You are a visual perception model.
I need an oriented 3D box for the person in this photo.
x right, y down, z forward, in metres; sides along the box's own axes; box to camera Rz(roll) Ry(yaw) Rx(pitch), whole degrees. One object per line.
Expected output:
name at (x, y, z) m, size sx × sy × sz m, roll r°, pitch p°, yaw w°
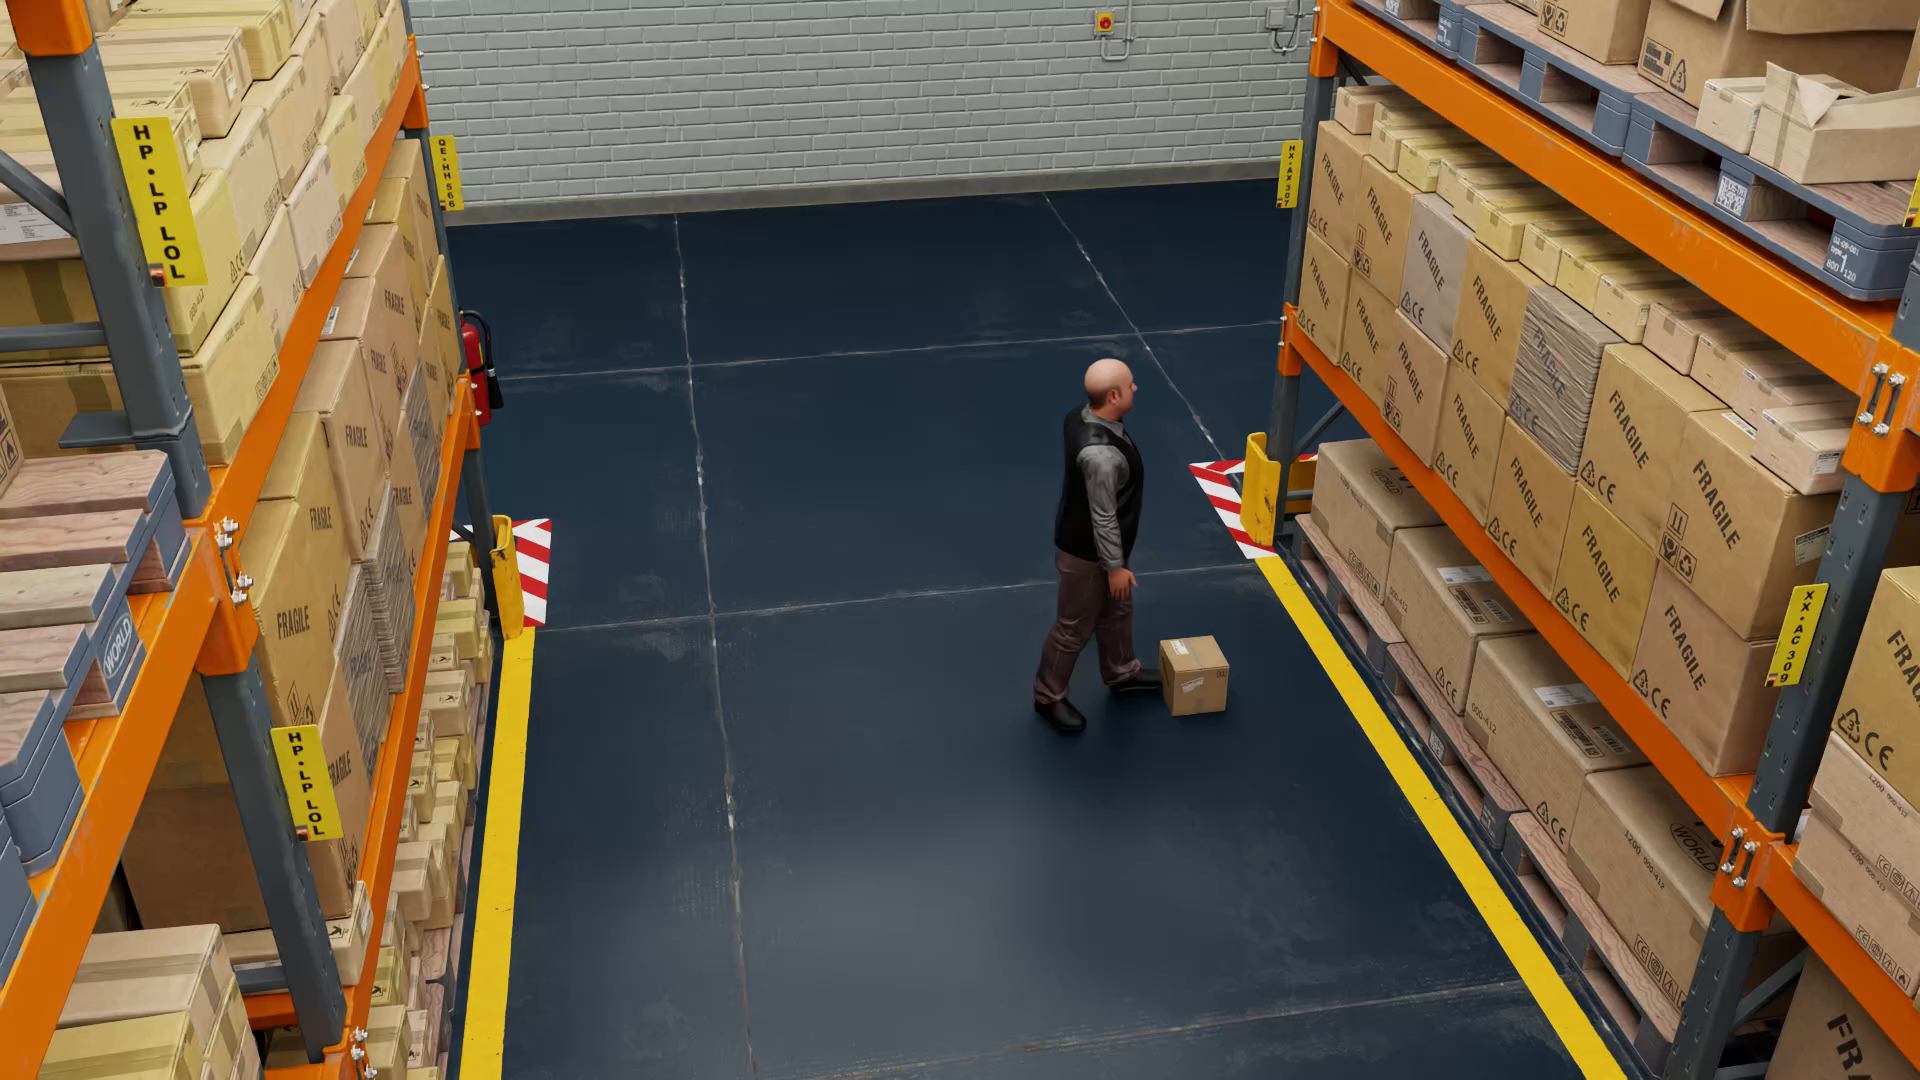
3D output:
person at (0.643, 0.033, 7.094) m, size 0.636 × 1.716 × 0.552 m, roll 3°, pitch 31°, yaw 5°
